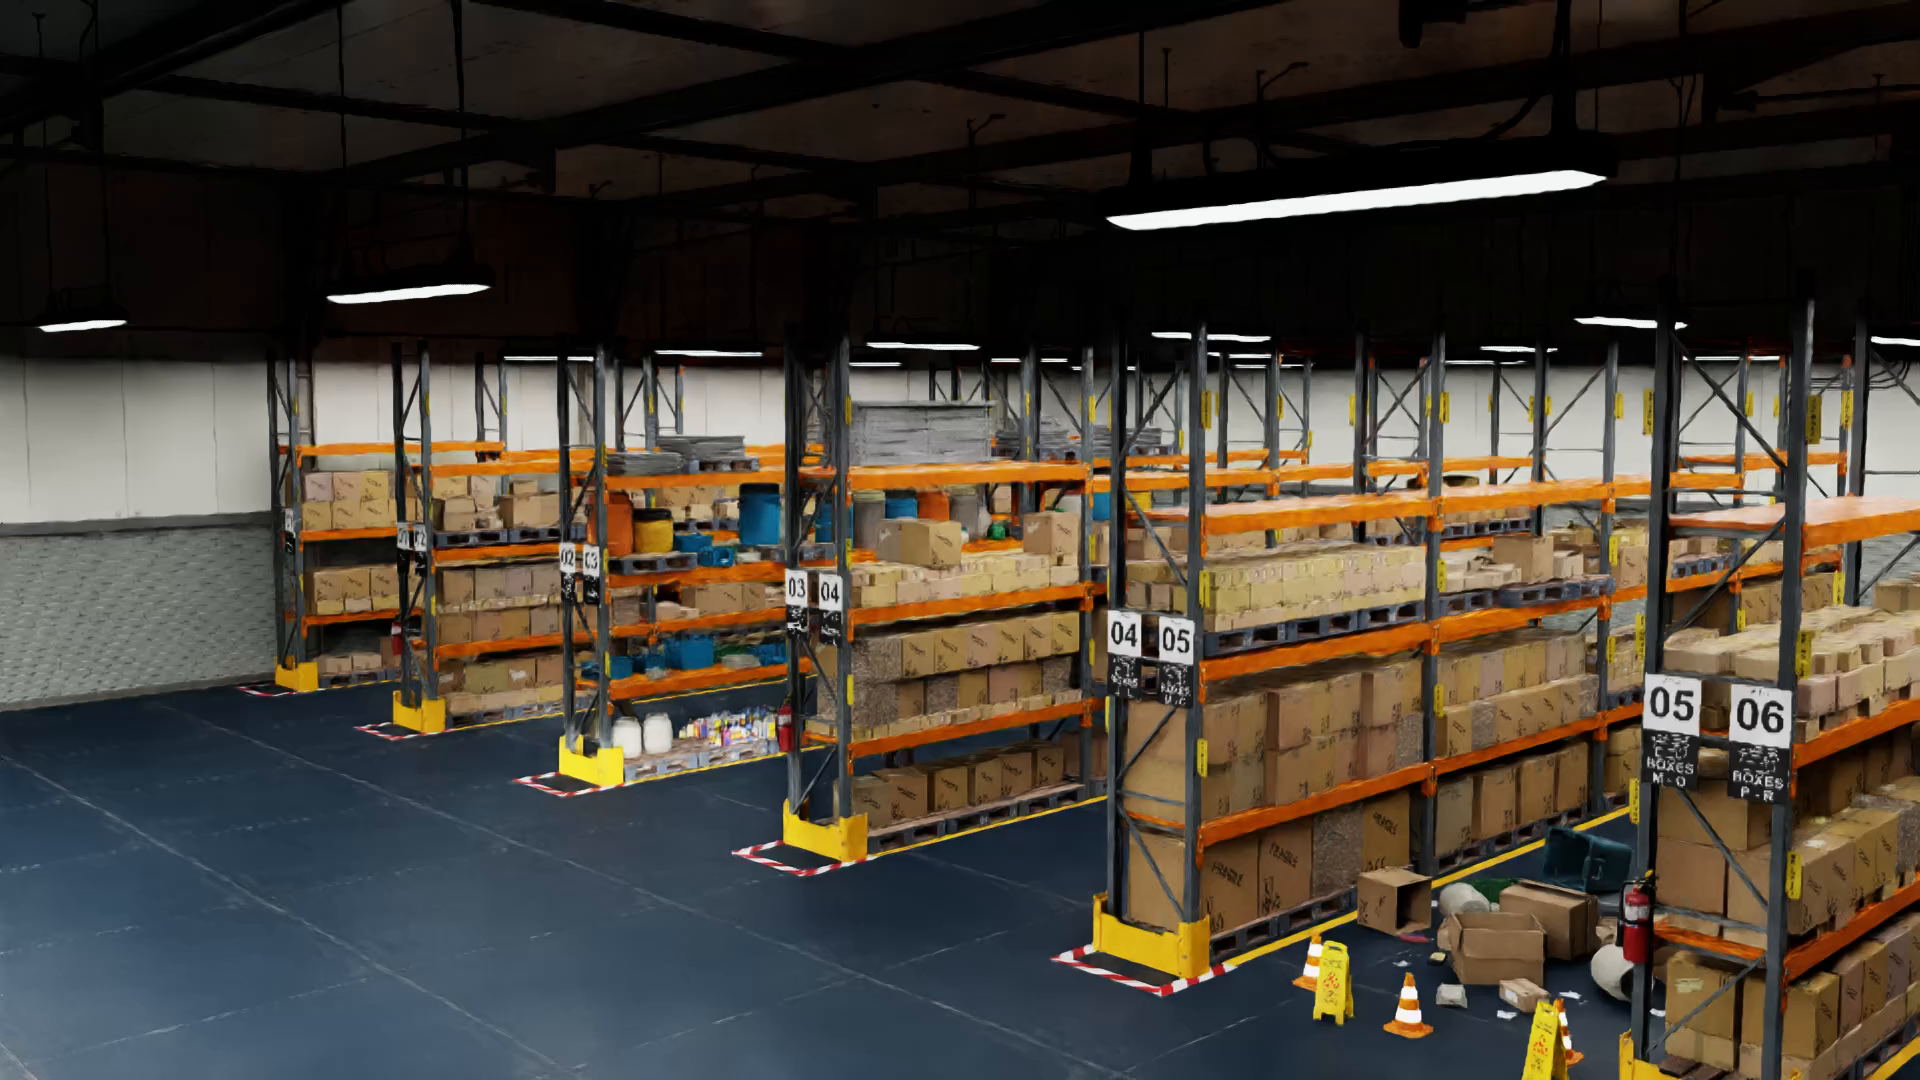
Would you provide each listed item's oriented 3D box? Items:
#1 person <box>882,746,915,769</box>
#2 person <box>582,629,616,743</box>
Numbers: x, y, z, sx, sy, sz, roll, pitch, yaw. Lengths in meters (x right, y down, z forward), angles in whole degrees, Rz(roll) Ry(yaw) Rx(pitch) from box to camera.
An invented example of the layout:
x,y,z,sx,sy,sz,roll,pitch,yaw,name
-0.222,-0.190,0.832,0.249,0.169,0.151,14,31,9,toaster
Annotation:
x,y,z,sx,sy,sz,roll,pitch,yaw,name
-0.761,2.445,21.536,0.624,1.613,0.534,5,7,44,person
-5.199,2.176,24.641,0.971,1.717,0.598,-2,5,-20,person
